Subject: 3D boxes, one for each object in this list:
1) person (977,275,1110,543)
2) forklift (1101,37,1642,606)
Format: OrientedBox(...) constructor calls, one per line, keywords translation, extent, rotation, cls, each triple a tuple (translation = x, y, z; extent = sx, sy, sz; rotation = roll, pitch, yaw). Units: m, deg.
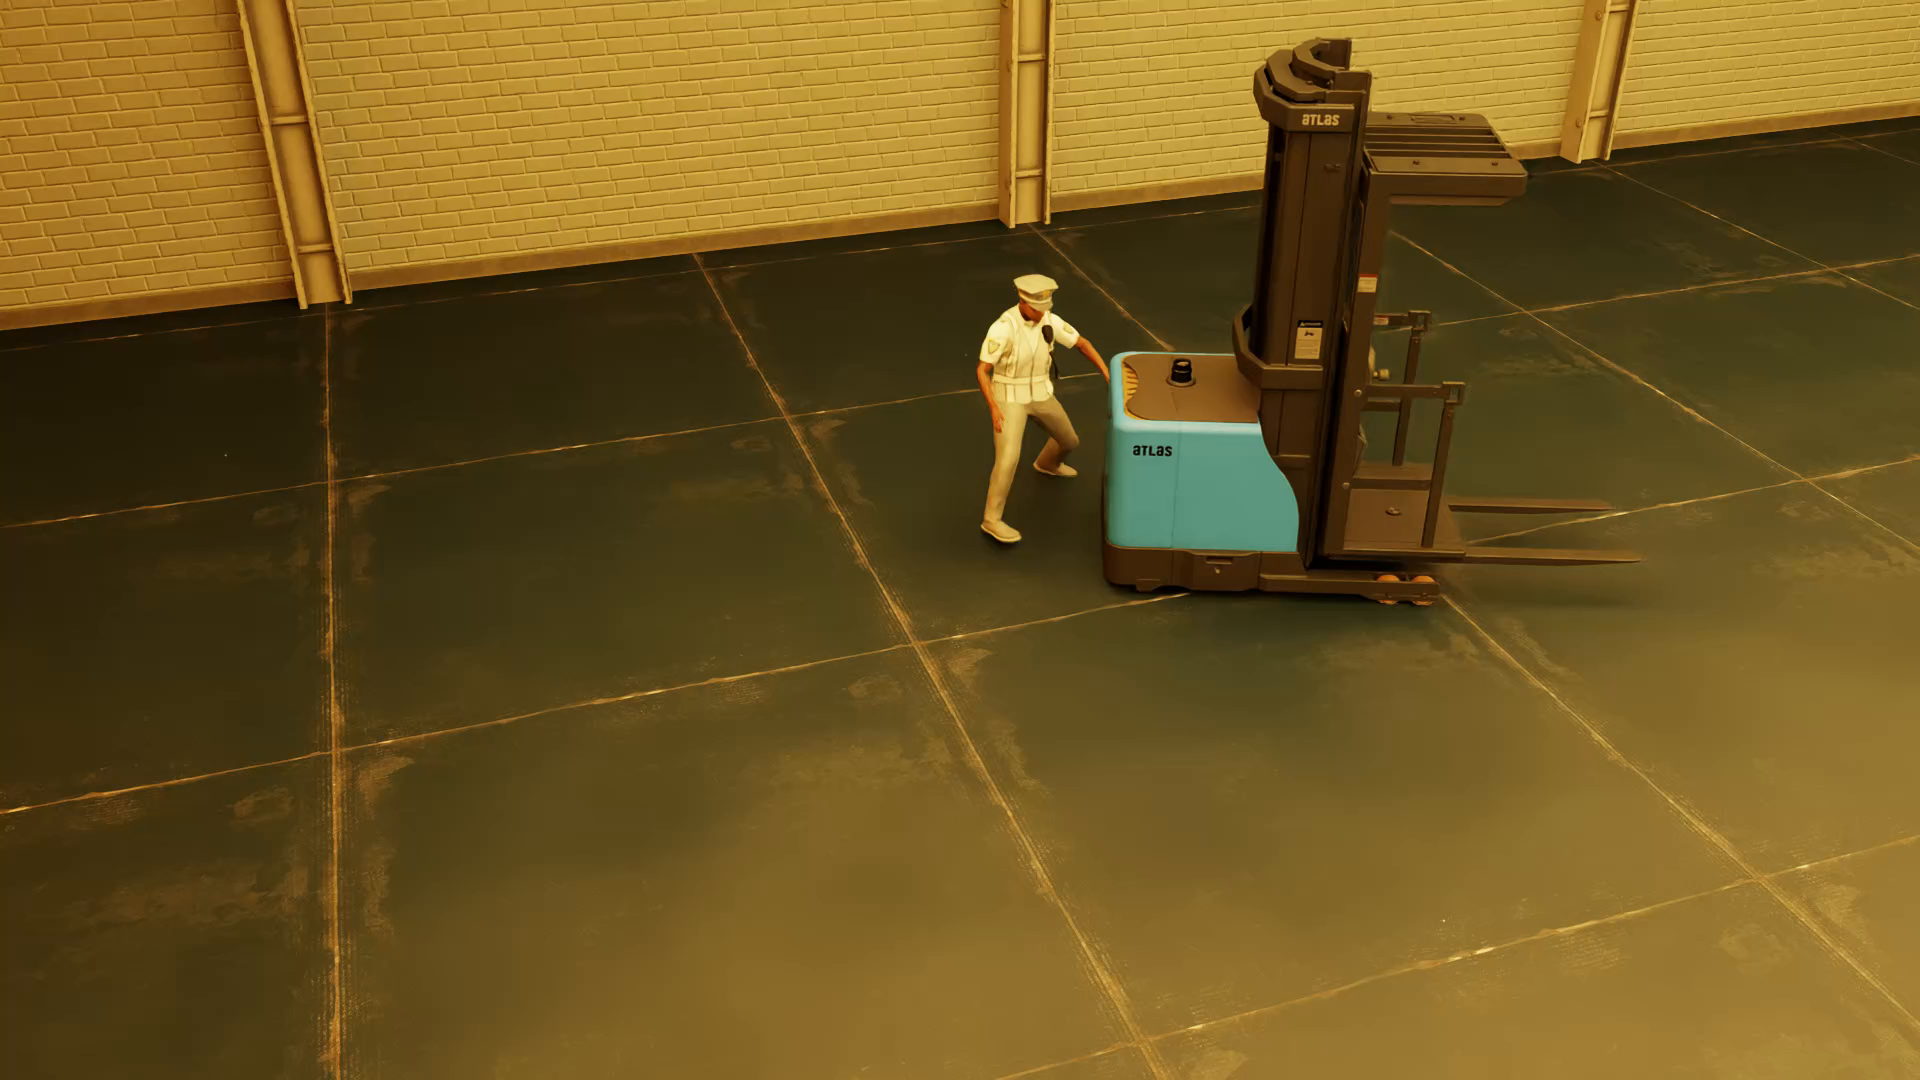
OrientedBox(translation=(0.464, -0.844, 10.025), extent=(0.936, 1.525, 0.865), rotation=(-14, 33, -23), cls="person")
OrientedBox(translation=(2.359, -1.175, 9.129), extent=(3.031, 2.935, 1.130), rotation=(2, 30, 3), cls="forklift")
